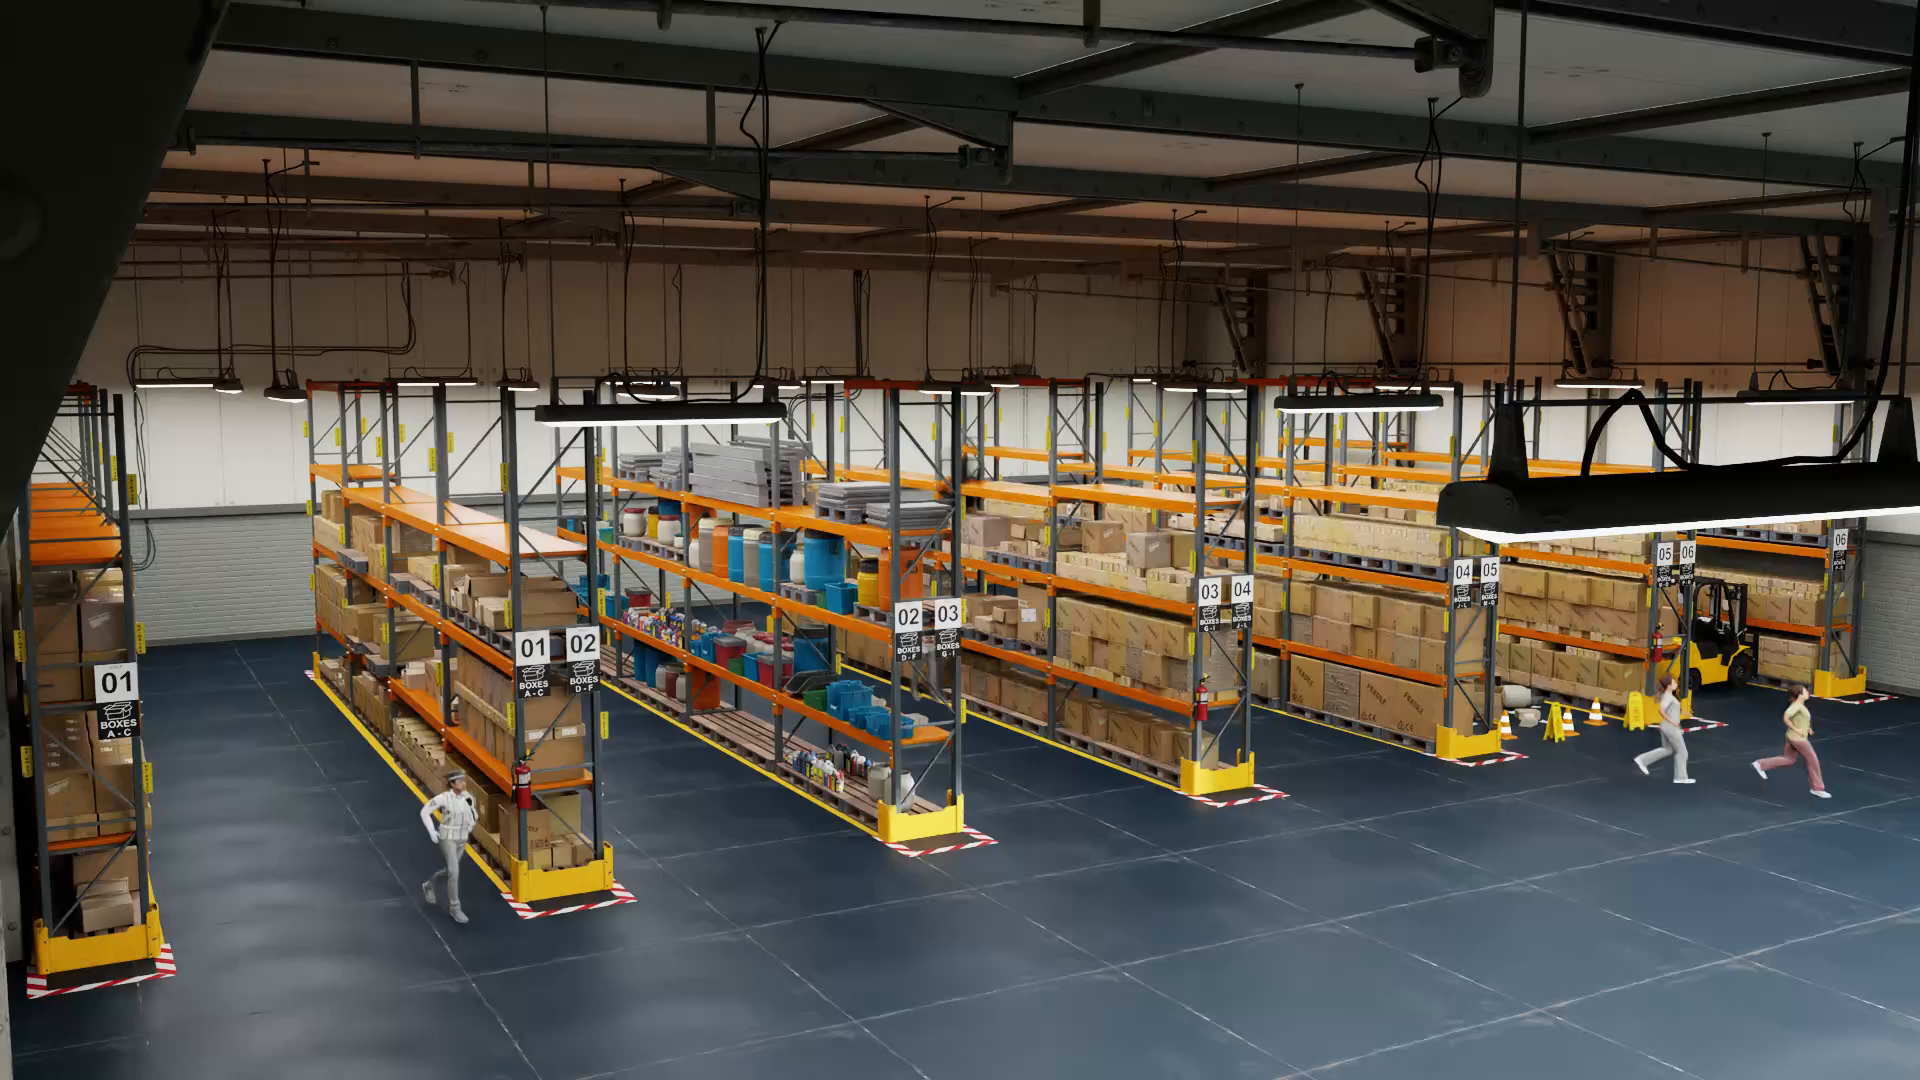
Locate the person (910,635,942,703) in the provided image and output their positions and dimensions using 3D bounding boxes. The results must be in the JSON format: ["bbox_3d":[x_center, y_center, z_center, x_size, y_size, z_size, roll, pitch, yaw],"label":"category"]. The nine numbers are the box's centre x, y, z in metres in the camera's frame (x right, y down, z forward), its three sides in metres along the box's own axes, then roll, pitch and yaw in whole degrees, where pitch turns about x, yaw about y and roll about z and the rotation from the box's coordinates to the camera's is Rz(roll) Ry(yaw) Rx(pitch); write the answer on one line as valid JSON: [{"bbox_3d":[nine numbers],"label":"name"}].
[{"bbox_3d":[-0.604,2.035,29.657,0.578,1.749,0.812,-4,7,-35],"label":"person"}]

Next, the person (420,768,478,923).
[{"bbox_3d":[-5.853,3.467,19.203,0.898,1.686,0.656,4,7,35],"label":"person"}]

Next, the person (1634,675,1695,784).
[{"bbox_3d":[10.653,2.849,25.058,0.858,1.640,0.577,2,6,14],"label":"person"}]

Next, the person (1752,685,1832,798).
[{"bbox_3d":[12.250,2.934,24.428,1.084,1.664,0.550,2,6,15],"label":"person"}]
